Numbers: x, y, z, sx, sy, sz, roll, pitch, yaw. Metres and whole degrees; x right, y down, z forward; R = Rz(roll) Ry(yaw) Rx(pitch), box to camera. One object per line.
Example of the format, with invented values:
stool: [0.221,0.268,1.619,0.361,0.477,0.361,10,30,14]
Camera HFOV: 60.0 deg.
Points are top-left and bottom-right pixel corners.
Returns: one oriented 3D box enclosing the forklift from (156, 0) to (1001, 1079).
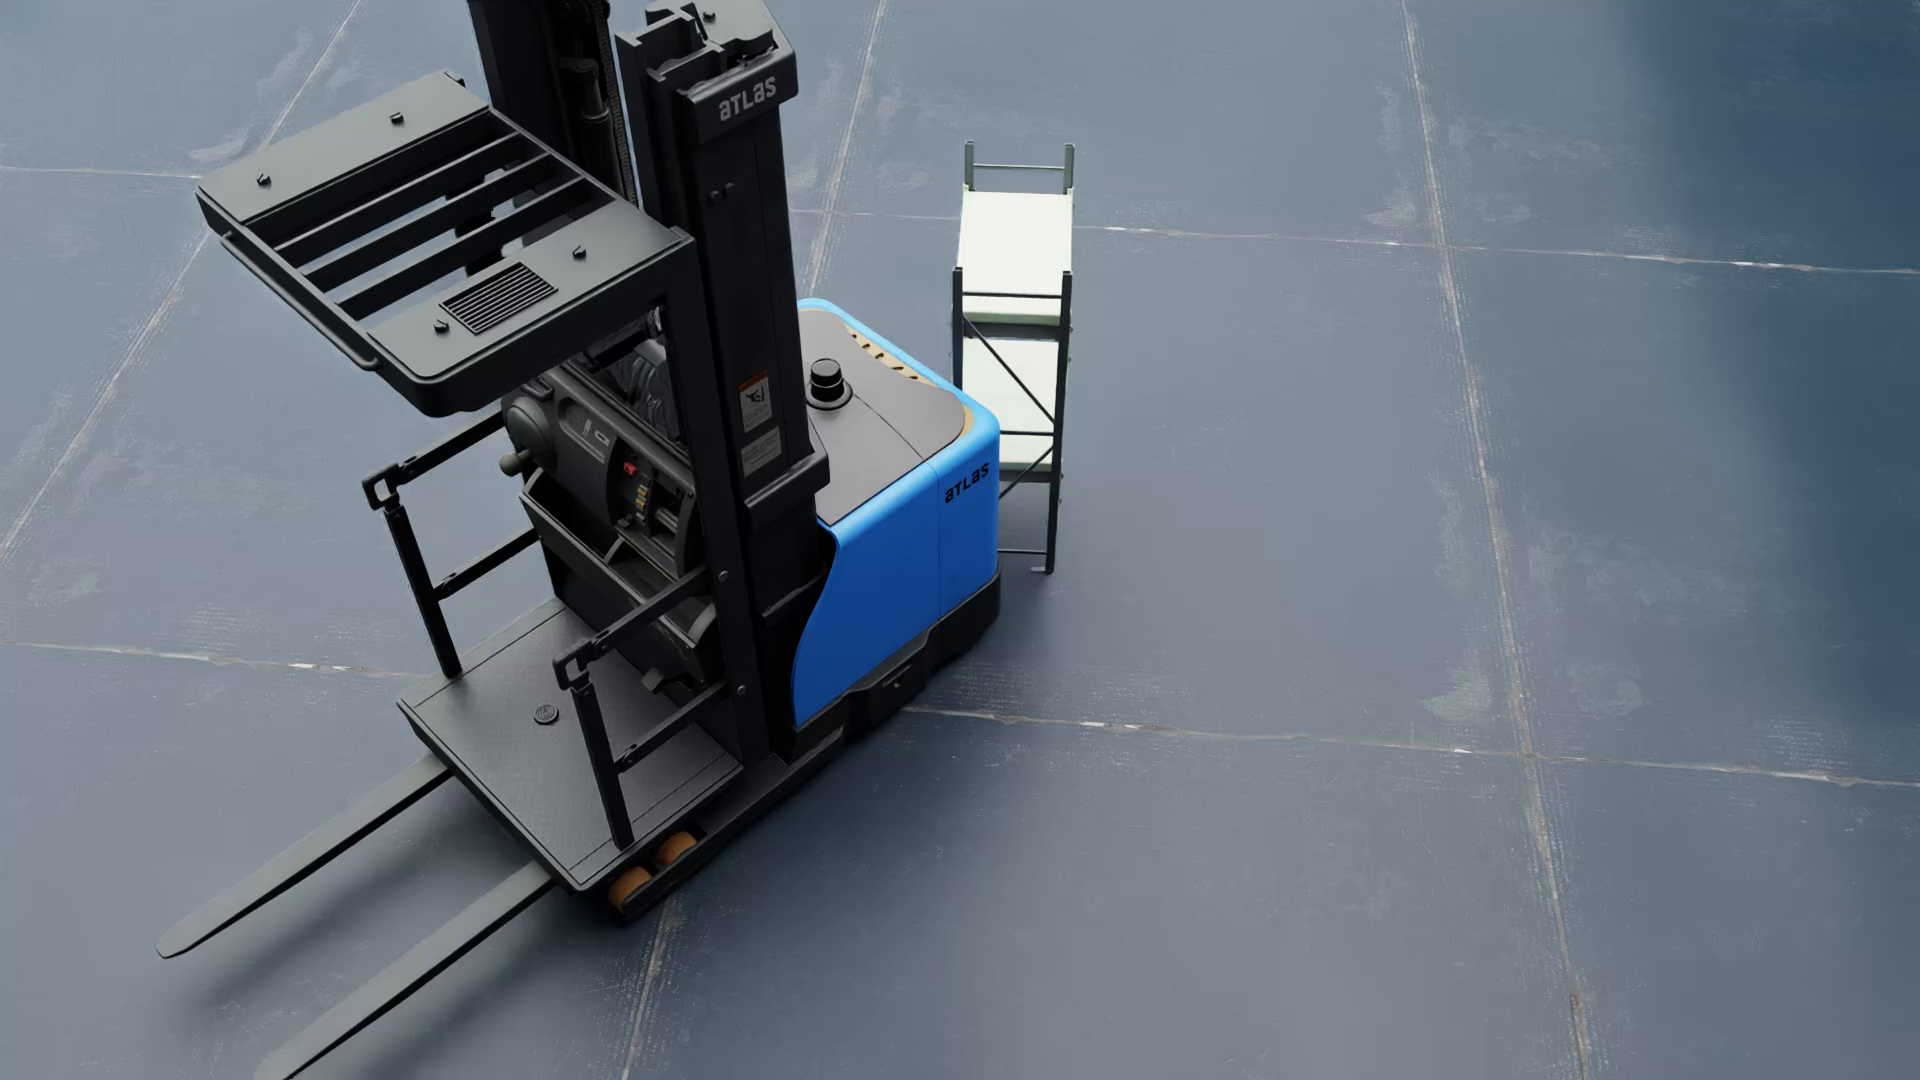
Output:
forklift: [-1.244,-0.164,4.913,3.031,2.935,1.130,-36,57,-28]

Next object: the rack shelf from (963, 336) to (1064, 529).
rack shelf: [0.196,-0.441,6.579,0.431,0.370,0.720,2,48,2]

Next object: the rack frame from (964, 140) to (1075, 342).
rack frame: [0.216,-0.931,6.585,0.400,1.500,0.023,2,48,2]

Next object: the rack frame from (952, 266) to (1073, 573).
rack frame: [0.175,-0.392,6.092,0.400,1.500,0.023,2,48,2]

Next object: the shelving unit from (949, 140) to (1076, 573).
shelving unit: [0.196,-0.661,6.339,0.431,1.500,0.755,2,48,2]

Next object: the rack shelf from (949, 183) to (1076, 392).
rack shelf: [0.196,-0.925,6.051,0.431,0.370,0.720,2,48,2]
